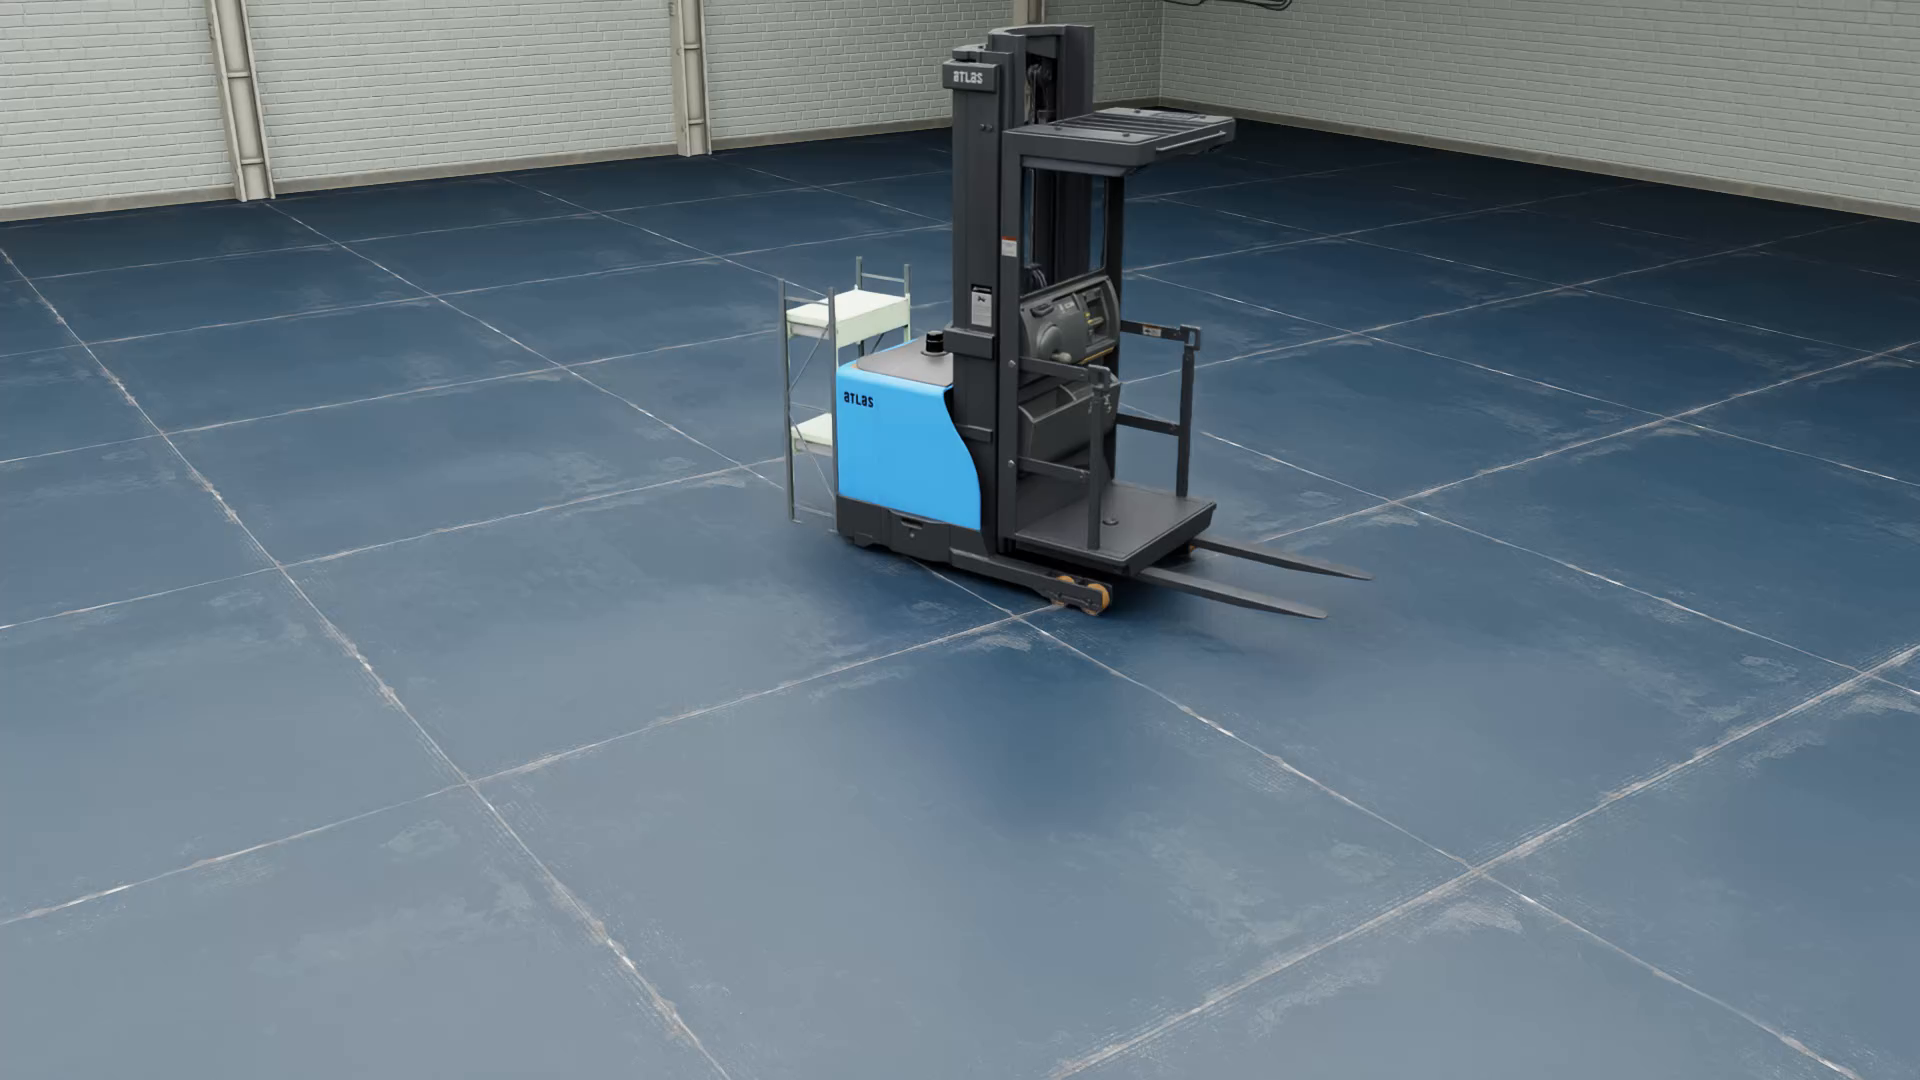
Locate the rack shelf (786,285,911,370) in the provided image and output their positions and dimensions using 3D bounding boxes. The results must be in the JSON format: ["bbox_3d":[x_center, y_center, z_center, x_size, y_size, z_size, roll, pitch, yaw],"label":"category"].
[{"bbox_3d":[-0.676,-1.250,9.953,0.431,0.370,0.720,14,26,32],"label":"rack shelf"}]

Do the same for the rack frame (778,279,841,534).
[{"bbox_3d":[-0.883,-0.776,9.817,0.400,1.500,0.023,14,26,32],"label":"rack frame"}]

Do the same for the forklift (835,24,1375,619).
[{"bbox_3d":[0.771,-1.185,8.911,3.031,2.935,1.130,15,26,32],"label":"forklift"}]

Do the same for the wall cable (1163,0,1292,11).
[{"bbox_3d":[4.256,-9.773,26.436,0.112,2.526,3.097,-15,26,-33],"label":"wall cable"}]

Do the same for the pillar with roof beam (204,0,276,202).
[{"bbox_3d":[-6.134,-7.083,15.505,0.400,9.000,9.100,-15,26,-33],"label":"pillar with roof beam"}]

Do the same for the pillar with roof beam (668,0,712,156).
[{"bbox_3d":[-1.264,-8.382,18.760,0.400,9.000,9.100,-15,26,-33],"label":"pillar with roof beam"}]

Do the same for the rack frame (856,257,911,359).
[{"bbox_3d":[-0.469,-1.000,10.378,0.400,1.500,0.023,14,26,32],"label":"rack frame"}]

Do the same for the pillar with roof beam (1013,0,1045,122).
[{"bbox_3d":[3.607,-9.681,22.014,0.400,9.000,9.100,-15,26,-33],"label":"pillar with roof beam"}]

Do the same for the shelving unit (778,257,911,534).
[{"bbox_3d":[-0.676,-0.888,10.097,0.431,1.500,0.755,14,26,32],"label":"shelving unit"}]

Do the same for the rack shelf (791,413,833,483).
[{"bbox_3d":[-0.676,-0.585,10.218,0.431,0.370,0.720,14,26,32],"label":"rack shelf"}]
